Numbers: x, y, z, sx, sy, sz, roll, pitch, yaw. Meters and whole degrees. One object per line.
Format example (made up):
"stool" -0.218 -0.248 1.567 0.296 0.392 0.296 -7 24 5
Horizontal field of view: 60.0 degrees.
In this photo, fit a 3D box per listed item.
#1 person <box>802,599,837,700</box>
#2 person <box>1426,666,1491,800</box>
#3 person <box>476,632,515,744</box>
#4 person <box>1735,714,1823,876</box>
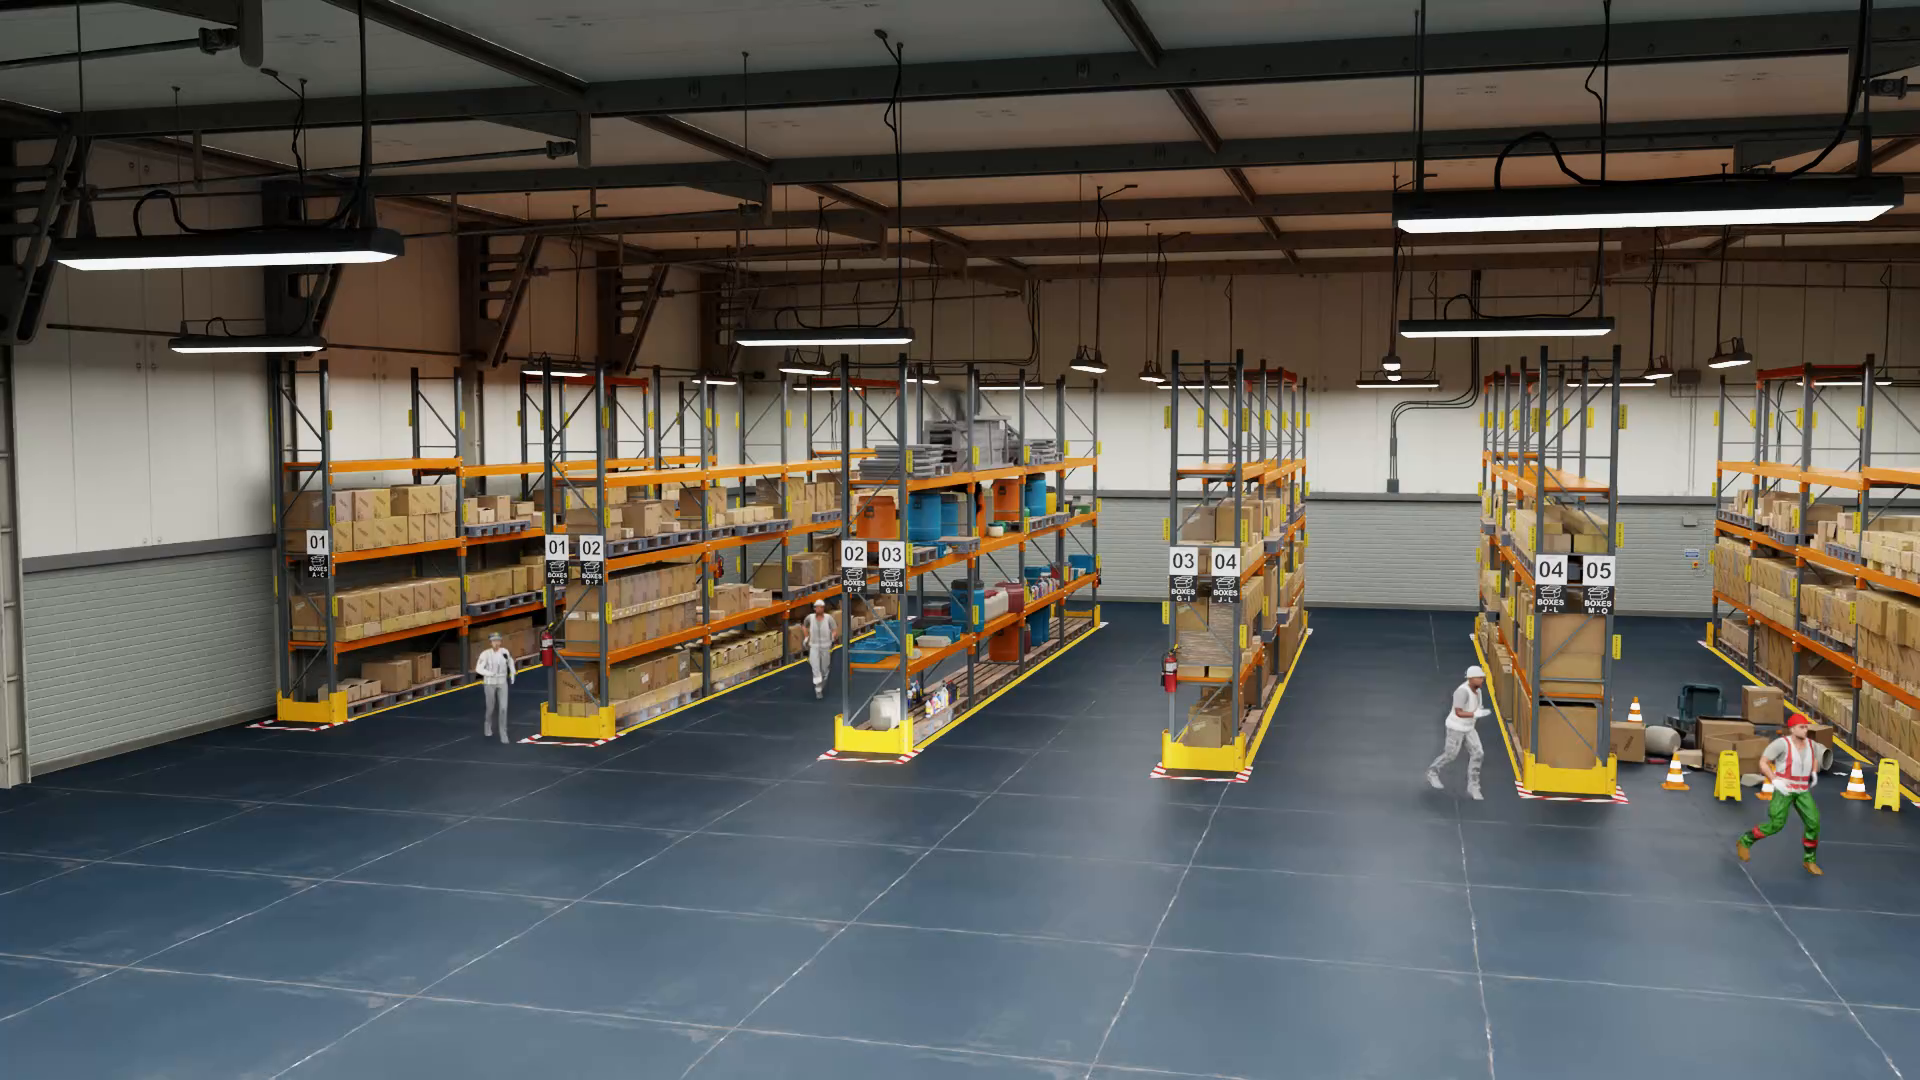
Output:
"person" -2.547 1.949 30.204 0.631 1.779 0.954 0 4 -4
"person" 6.654 2.563 22.154 0.706 1.822 0.953 -4 6 -45
"person" -7.260 2.294 26.014 0.626 1.739 0.797 -2 5 -28
"person" 9.227 2.751 18.523 0.885 1.653 0.690 -1 4 -16
